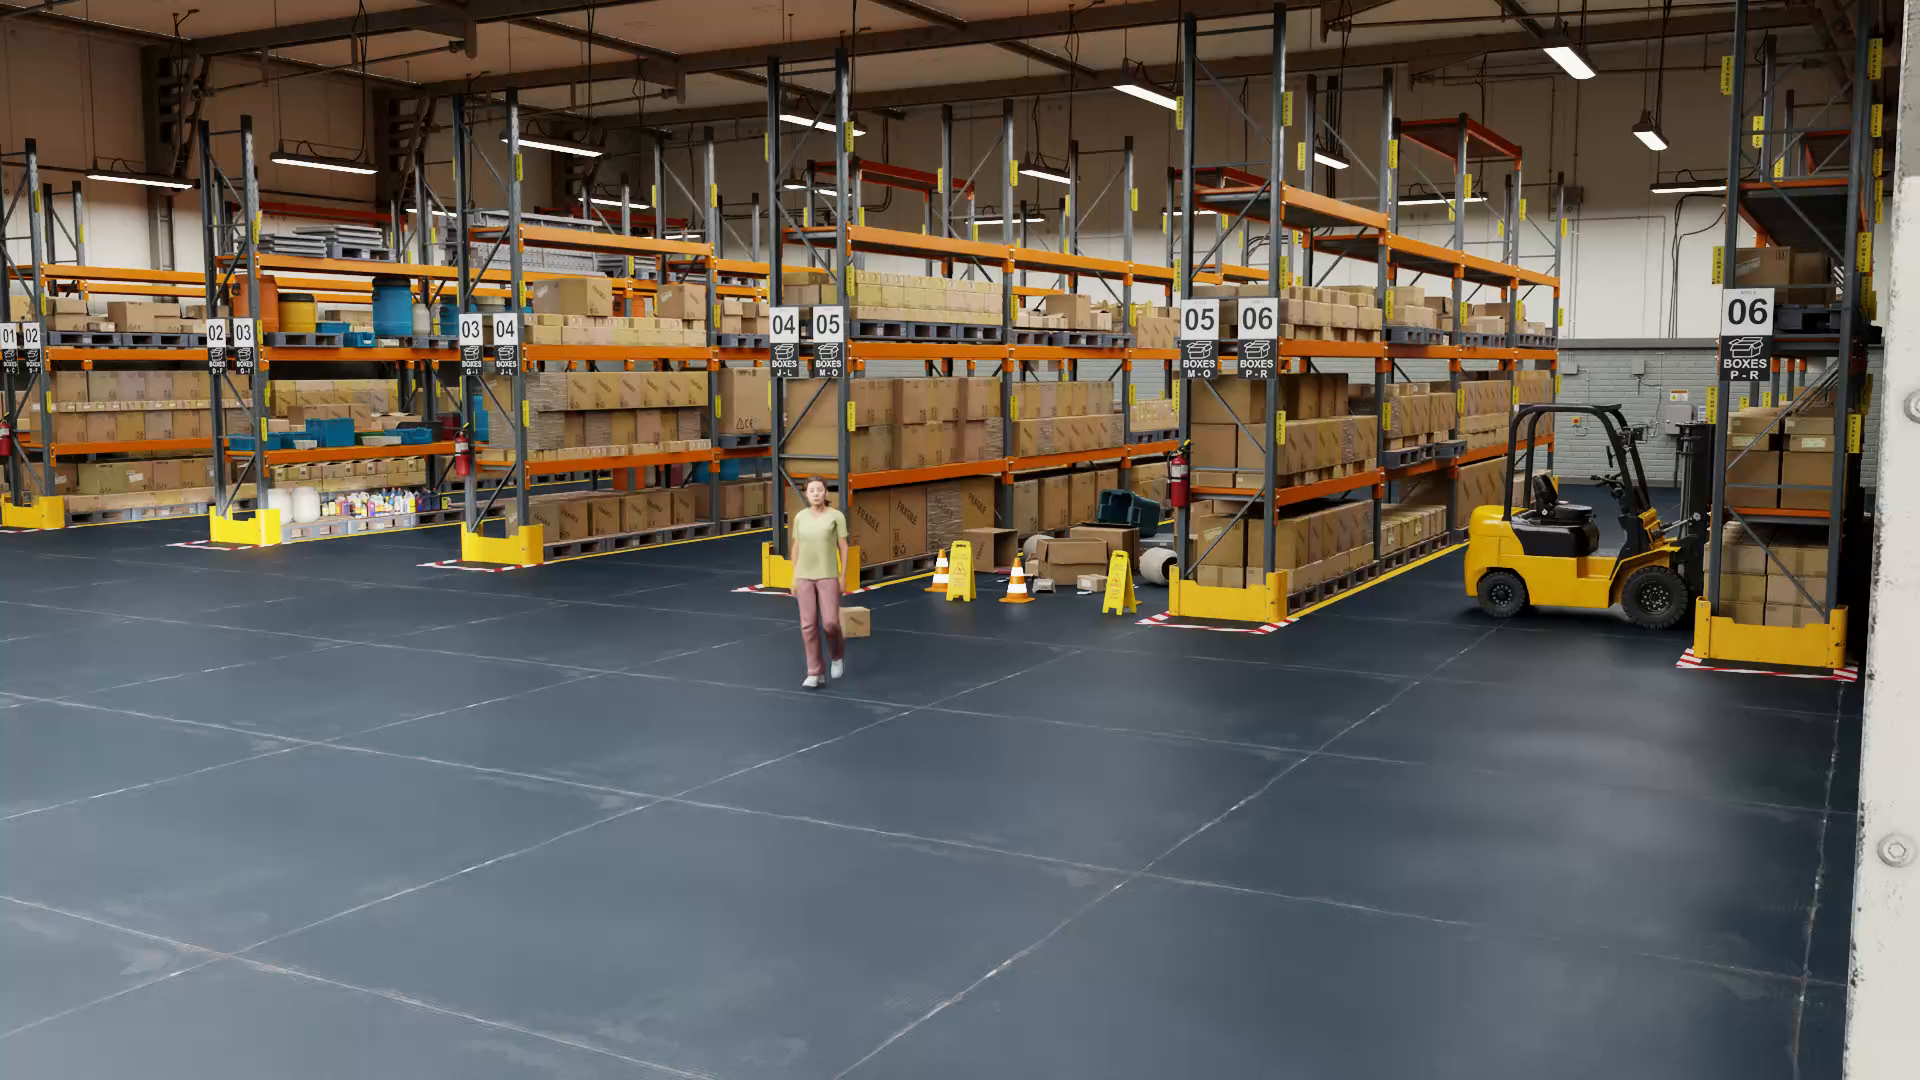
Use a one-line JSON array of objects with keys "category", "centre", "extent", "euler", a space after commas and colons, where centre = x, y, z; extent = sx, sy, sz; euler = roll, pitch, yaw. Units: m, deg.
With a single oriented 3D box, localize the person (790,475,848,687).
[{"category": "person", "centre": [-1.112, 0.314, 13.138], "extent": [0.455, 1.660, 0.503], "euler": [1, 6, 9]}]
